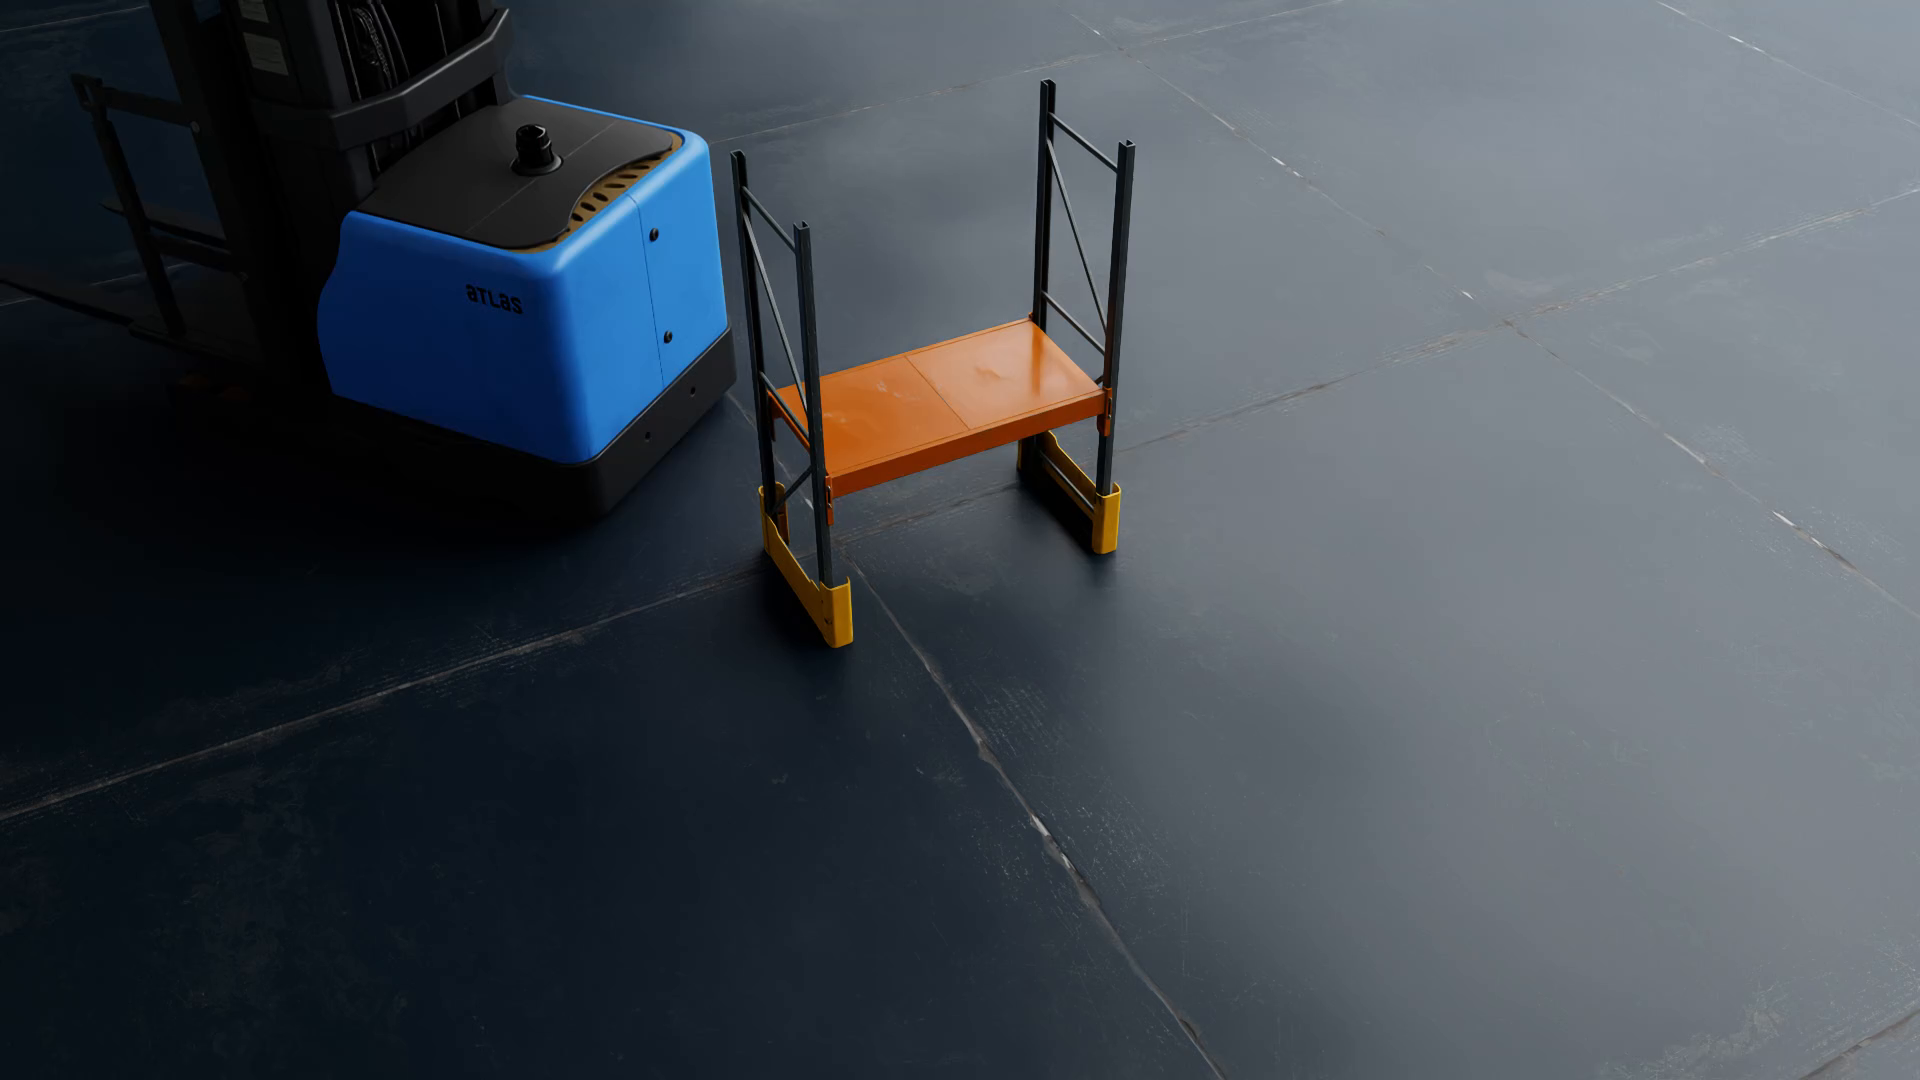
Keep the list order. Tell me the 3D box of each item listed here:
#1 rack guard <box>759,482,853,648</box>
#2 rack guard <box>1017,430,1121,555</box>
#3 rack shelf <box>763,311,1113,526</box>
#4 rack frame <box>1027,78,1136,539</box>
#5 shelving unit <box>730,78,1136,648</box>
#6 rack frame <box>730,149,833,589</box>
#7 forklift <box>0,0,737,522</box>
[{"bbox_3d":[-0.509,0.076,5.467,0.087,0.250,0.587,-19,44,-21],"label":"rack guard"},{"bbox_3d":[0.374,-0.221,5.818,0.087,0.250,0.587,-19,44,-21],"label":"rack guard"},{"bbox_3d":[-0.076,-0.410,5.352,1.000,0.185,0.538,-19,44,-21],"label":"rack shelf"},{"bbox_3d":[0.375,-0.699,5.415,0.032,1.500,0.500,-19,44,-21],"label":"rack frame"},{"bbox_3d":[-0.068,-0.550,5.239,1.083,1.500,0.587,-19,44,-21],"label":"shelving unit"},{"bbox_3d":[-0.527,-0.395,5.056,0.032,1.500,0.500,-19,44,-21],"label":"rack frame"},{"bbox_3d":[-2.415,-1.819,5.630,3.031,2.935,1.130,16,43,19],"label":"forklift"}]
